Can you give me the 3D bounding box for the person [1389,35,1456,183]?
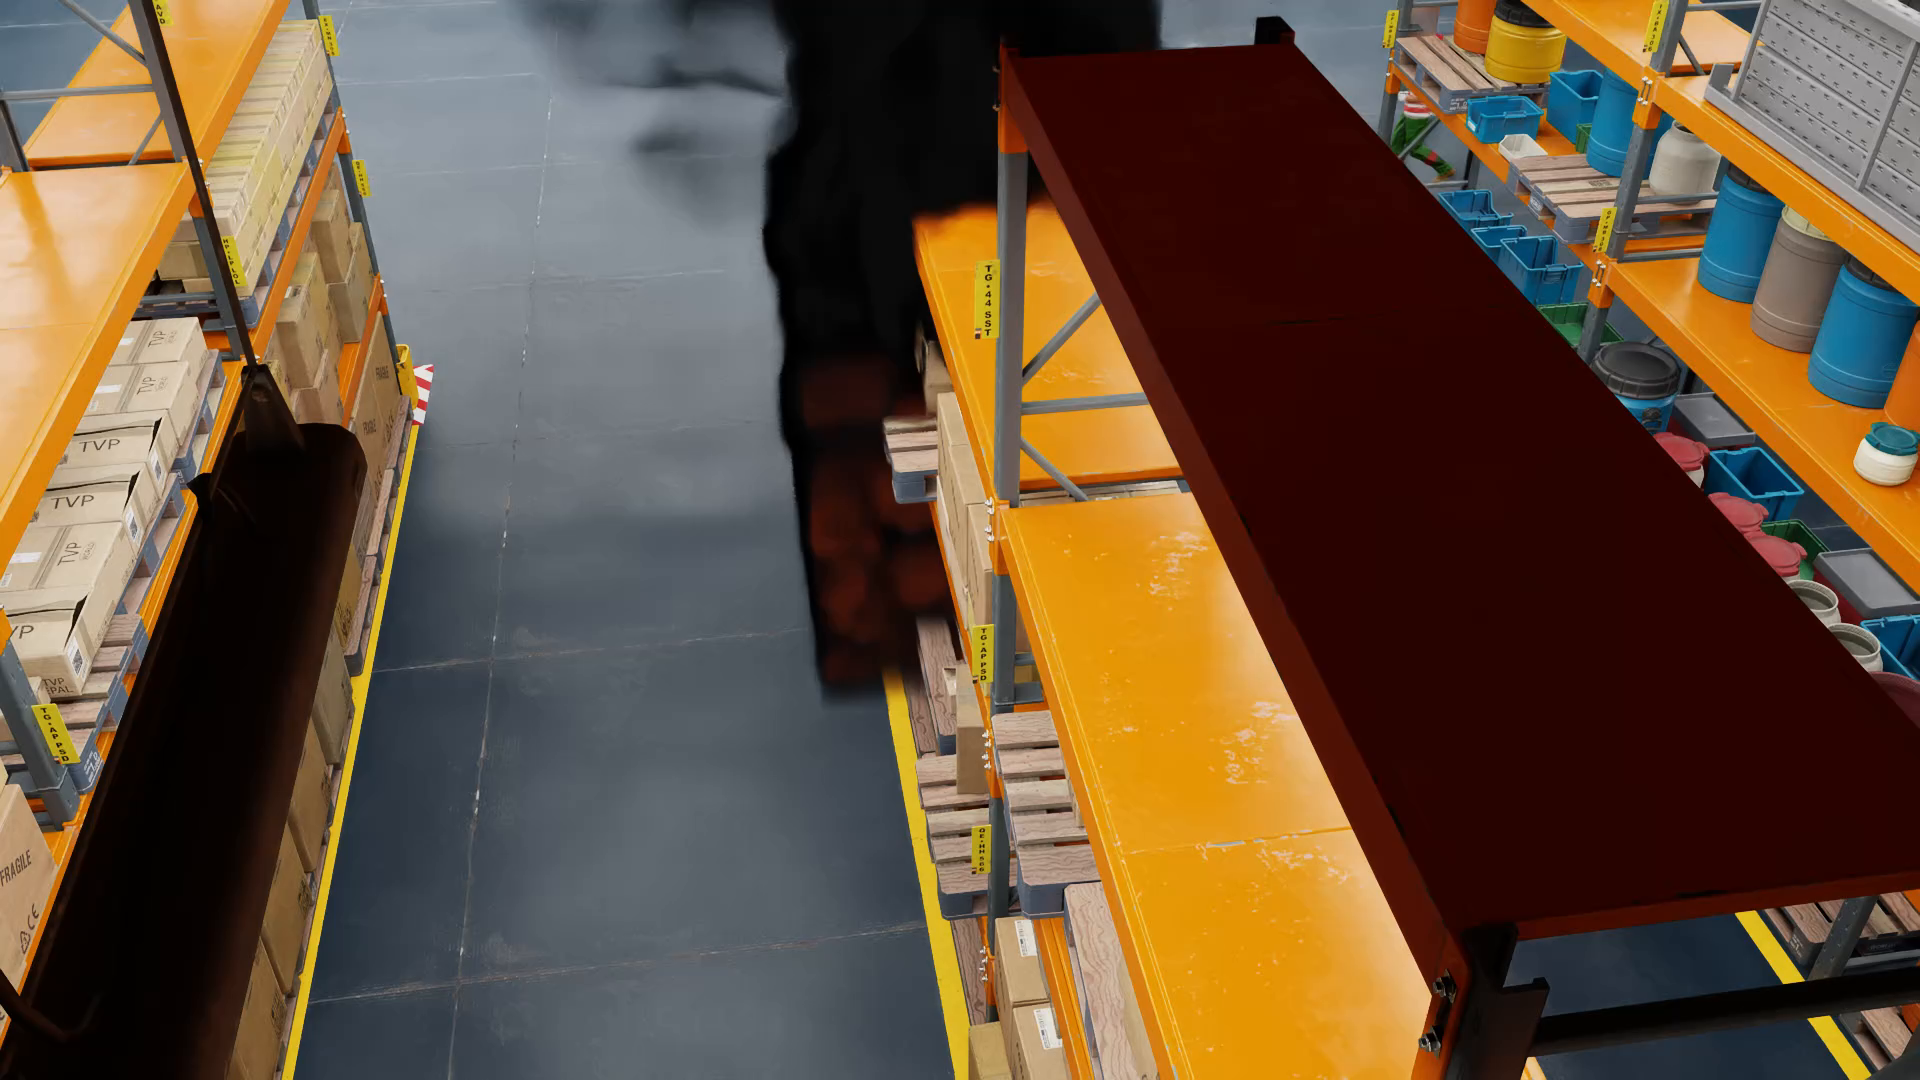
[{"bbox_3d":[5.063,-4.695,18.329,0.985,1.793,0.656,9,37,12],"label":"person"}]
